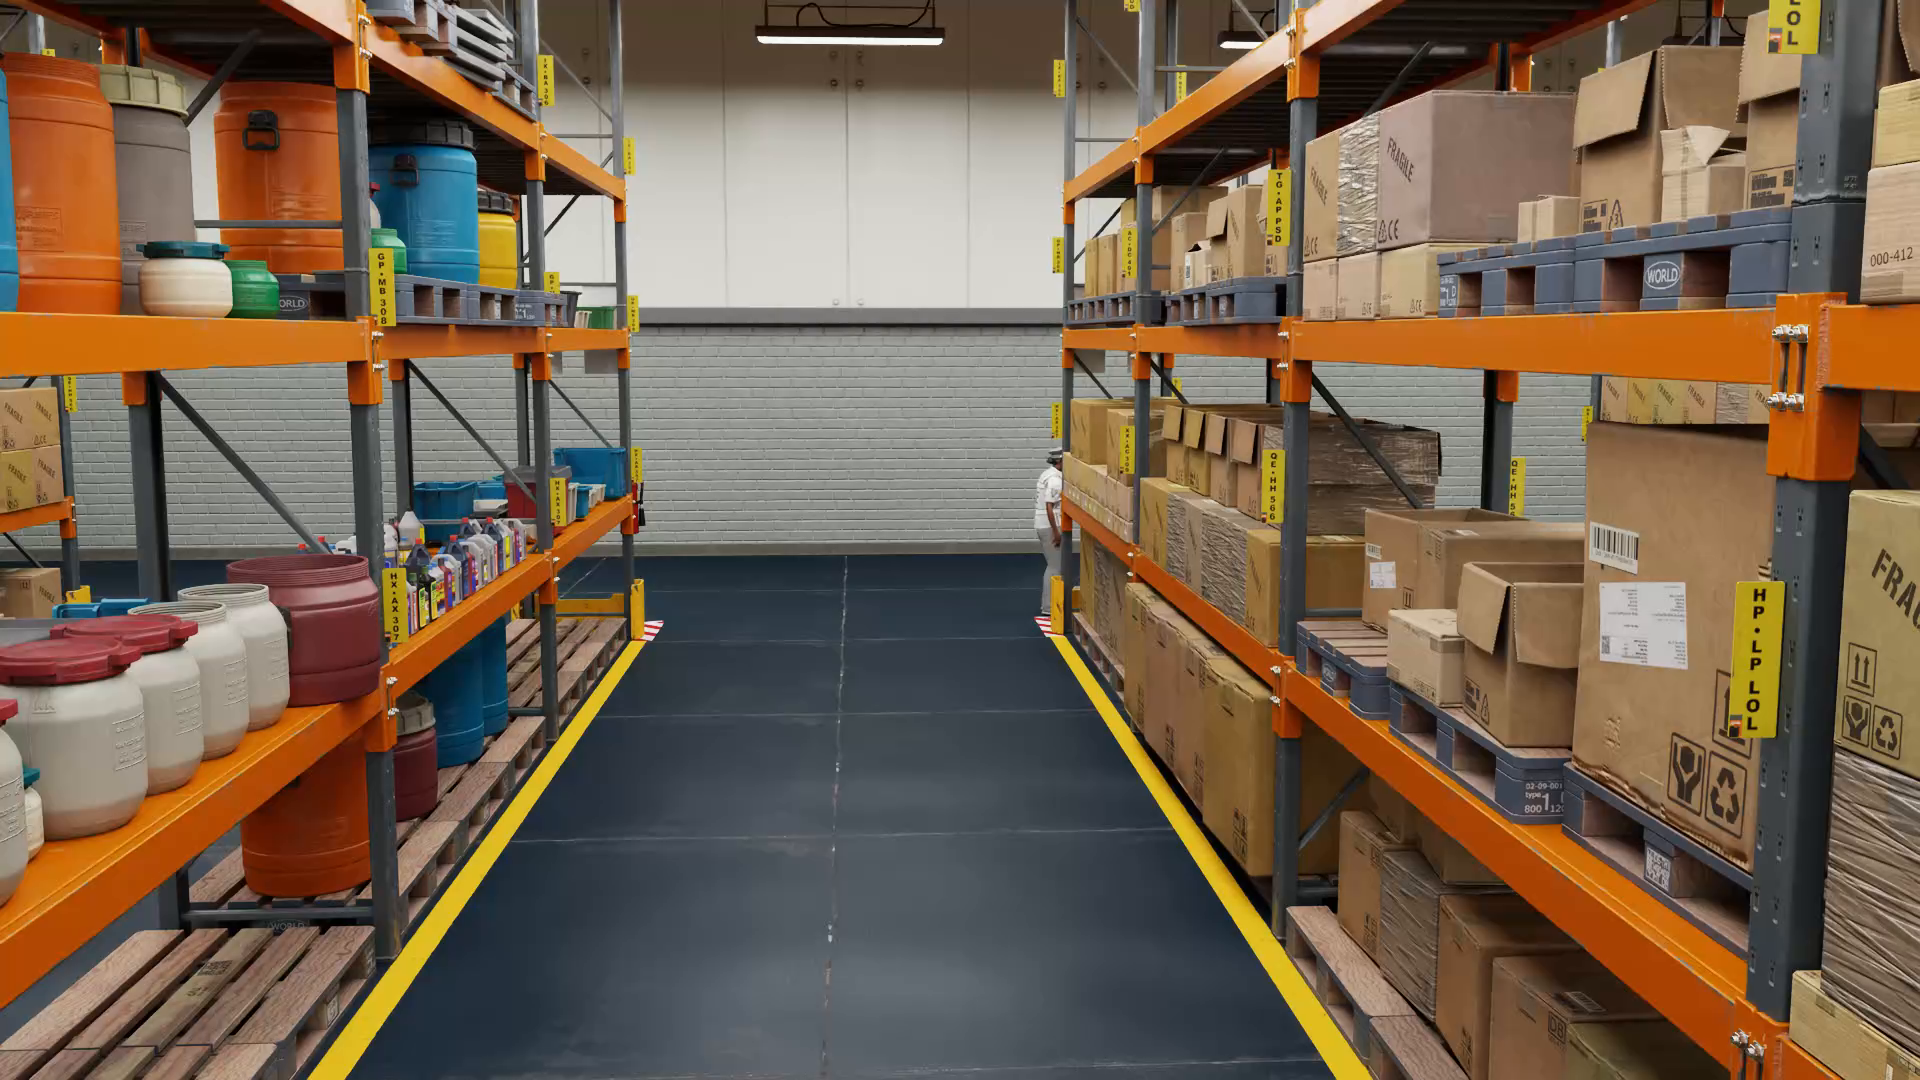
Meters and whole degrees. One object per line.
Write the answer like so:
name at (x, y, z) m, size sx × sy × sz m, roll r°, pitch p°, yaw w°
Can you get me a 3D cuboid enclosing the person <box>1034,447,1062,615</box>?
person at (0.934, -0.095, 16.533) m, size 0.392 × 1.659 × 0.505 m, roll 0°, pitch 7°, yaw 4°
